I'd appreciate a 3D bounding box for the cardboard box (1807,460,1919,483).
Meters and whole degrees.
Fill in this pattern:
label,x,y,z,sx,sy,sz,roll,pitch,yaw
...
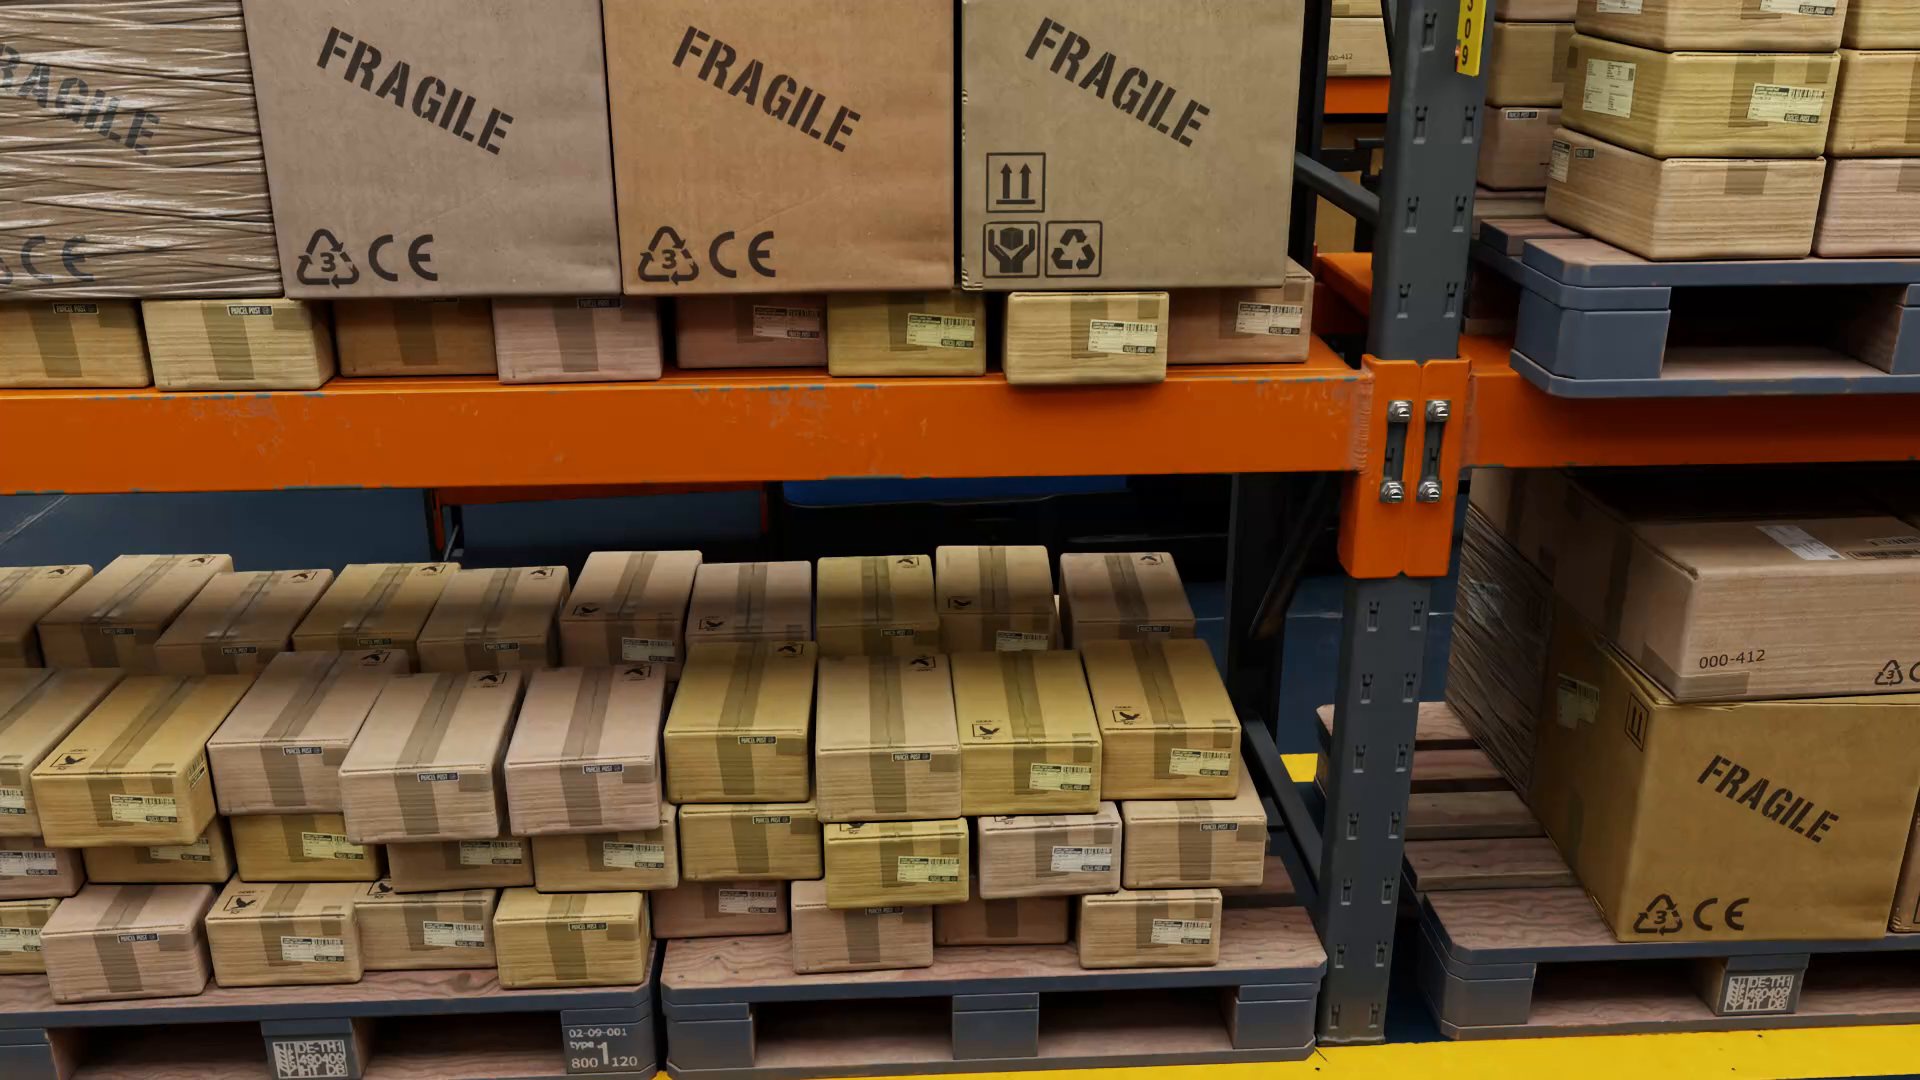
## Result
label,x,y,z,sx,sy,sz,roll,pitch,yaw
cardboard box,1.949,-0.118,3.583,0.500,0.250,0.500,0,21,0

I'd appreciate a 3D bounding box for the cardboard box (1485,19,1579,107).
label,x,y,z,sx,sy,sz,roll,pitch,yaw
cardboard box,1.092,-0.924,3.178,0.250,0.149,0.380,-1,21,-1

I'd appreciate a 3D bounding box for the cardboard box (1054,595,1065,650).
label,x,y,z,sx,sy,sz,roll,pitch,yaw
cardboard box,0.326,0.262,3.715,0.250,0.149,0.380,0,21,-1

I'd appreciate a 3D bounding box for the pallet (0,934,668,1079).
label,x,y,z,sx,sy,sz,roll,pitch,yaw
pallet,-1.183,0.727,3.415,1.213,0.211,1.003,-1,21,-3

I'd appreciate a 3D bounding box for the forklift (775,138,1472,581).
label,x,y,z,sx,sy,sz,roll,pitch,yaw
forklift,0.884,-1.439,5.281,3.031,2.935,1.130,-3,21,-8

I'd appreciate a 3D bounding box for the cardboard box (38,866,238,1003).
label,x,y,z,sx,sy,sz,roll,pitch,yaw
cardboard box,-1.477,0.671,3.060,0.250,0.149,0.380,-2,21,-6

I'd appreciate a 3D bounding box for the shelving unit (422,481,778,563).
label,x,y,z,sx,sy,sz,roll,pitch,yaw
shelving unit,-1.129,-0.445,5.208,1.048,1.125,0.538,-3,21,-8

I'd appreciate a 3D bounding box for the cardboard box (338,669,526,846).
label,x,y,z,sx,sy,sz,roll,pitch,yaw
cardboard box,-0.932,0.382,2.982,0.250,0.149,0.380,-2,21,-5

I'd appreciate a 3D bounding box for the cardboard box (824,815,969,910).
label,x,y,z,sx,sy,sz,roll,pitch,yaw
cardboard box,-0.126,0.510,3.065,0.250,0.149,0.380,-2,21,-5

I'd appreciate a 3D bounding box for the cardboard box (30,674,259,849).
label,x,y,z,sx,sy,sz,roll,pitch,yaw
cardboard box,-1.432,0.387,2.969,0.250,0.149,0.380,-1,21,-2

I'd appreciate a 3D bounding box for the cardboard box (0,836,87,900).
label,x,y,z,sx,sy,sz,roll,pitch,yaw
cardboard box,-1.712,0.503,3.083,0.250,0.149,0.380,-2,21,-6

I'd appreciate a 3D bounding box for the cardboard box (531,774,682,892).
label,x,y,z,sx,sy,sz,roll,pitch,yaw
cardboard box,-0.635,0.492,3.111,0.250,0.149,0.380,-1,21,-2

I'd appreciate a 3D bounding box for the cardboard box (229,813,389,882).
label,x,y,z,sx,sy,sz,roll,pitch,yaw
cardboard box,-1.173,0.481,3.141,0.250,0.149,0.380,0,21,-1

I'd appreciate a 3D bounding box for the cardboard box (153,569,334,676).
label,x,y,z,sx,sy,sz,roll,pitch,yaw
cardboard box,-1.471,0.201,3.457,0.250,0.149,0.380,-2,21,-5

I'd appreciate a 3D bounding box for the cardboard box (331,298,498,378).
label,x,y,z,sx,sy,sz,roll,pitch,yaw
cardboard box,-0.872,-0.395,2.796,0.250,0.149,0.380,-1,21,-4

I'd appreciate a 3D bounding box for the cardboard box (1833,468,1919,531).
label,x,y,z,sx,sy,sz,roll,pitch,yaw
cardboard box,1.991,0.060,3.116,0.500,0.250,0.500,-1,21,-2

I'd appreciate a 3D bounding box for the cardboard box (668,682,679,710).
label,x,y,z,sx,sy,sz,roll,pitch,yaw
cardboard box,-0.708,0.319,3.566,0.250,0.149,0.380,0,21,-1

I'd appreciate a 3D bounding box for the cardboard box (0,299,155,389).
label,x,y,z,sx,sy,sz,roll,pitch,yaw
cardboard box,-1.391,-0.370,2.729,0.250,0.149,0.380,0,21,-1

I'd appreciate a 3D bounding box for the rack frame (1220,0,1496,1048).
label,x,y,z,sx,sy,sz,roll,pitch,yaw
rack frame,0.706,-0.628,3.056,0.127,3.000,1.000,-1,21,-3

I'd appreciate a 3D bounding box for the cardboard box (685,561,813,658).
label,x,y,z,sx,sy,sz,roll,pitch,yaw
cardboard box,-0.437,0.184,3.503,0.250,0.149,0.380,-2,21,-4

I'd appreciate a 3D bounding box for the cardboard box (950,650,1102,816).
label,x,y,z,sx,sy,sz,roll,pitch,yaw
cardboard box,0.113,0.349,3.070,0.250,0.149,0.380,-1,21,-2

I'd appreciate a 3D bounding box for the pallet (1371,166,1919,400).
label,x,y,z,sx,sy,sz,roll,pitch,yaw
pallet,1.478,-0.503,2.995,1.213,0.211,1.003,-1,21,-3

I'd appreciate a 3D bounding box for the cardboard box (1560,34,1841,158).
label,x,y,z,sx,sy,sz,roll,pitch,yaw
cardboard box,1.126,-0.691,2.565,0.250,0.149,0.380,-1,21,-2

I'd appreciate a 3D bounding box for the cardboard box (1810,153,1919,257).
label,x,y,z,sx,sy,sz,roll,pitch,yaw
cardboard box,1.402,-0.560,2.638,0.250,0.149,0.380,-1,21,-2

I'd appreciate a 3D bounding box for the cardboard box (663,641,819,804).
label,x,y,z,sx,sy,sz,roll,pitch,yaw
cardboard box,-0.399,0.334,3.109,0.250,0.149,0.380,0,21,-1

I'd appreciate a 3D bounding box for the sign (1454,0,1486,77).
label,x,y,z,sx,sy,sz,roll,pitch,yaw
sign,0.745,-0.840,2.396,0.005,0.325,0.100,-1,21,-3

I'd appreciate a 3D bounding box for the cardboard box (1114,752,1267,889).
label,x,y,z,sx,sy,sz,roll,pitch,yaw
cardboard box,0.410,0.488,3.122,0.250,0.149,0.380,-1,21,-2

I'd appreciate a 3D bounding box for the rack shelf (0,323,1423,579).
label,x,y,z,sx,sy,sz,roll,pitch,yaw
rack shelf,-1.291,-0.252,3.077,4.000,0.370,1.077,-1,21,-3

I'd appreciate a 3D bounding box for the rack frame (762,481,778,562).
label,x,y,z,sx,sy,sz,roll,pitch,yaw
rack frame,-0.626,-0.473,5.282,0.032,1.125,0.500,-3,21,-8

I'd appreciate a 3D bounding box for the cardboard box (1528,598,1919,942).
label,x,y,z,sx,sy,sz,roll,pitch,yaw
cardboard box,1.459,0.423,3.218,0.500,0.500,0.500,0,21,-1

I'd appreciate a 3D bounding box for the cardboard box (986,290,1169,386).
label,x,y,z,sx,sy,sz,roll,pitch,yaw
cardboard box,0.183,-0.378,2.751,0.250,0.149,0.380,-2,21,-4

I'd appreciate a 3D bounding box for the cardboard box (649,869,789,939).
label,x,y,z,sx,sy,sz,roll,pitch,yaw
cardboard box,-0.460,0.603,3.239,0.250,0.149,0.380,-2,21,-4

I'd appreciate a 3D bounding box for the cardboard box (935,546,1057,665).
label,x,y,z,sx,sy,sz,roll,pitch,yaw
cardboard box,0.072,0.148,3.598,0.250,0.149,0.380,0,21,0

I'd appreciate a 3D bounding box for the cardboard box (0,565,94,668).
label,x,y,z,sx,sy,sz,roll,pitch,yaw
cardboard box,-2.006,0.192,3.481,0.250,0.149,0.380,-2,21,-5

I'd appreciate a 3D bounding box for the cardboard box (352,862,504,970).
label,x,y,z,sx,sy,sz,roll,pitch,yaw
cardboard box,-0.963,0.639,3.143,0.250,0.149,0.380,-1,21,-2

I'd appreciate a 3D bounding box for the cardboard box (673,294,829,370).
label,x,y,z,sx,sy,sz,roll,pitch,yaw
cardboard box,-0.348,-0.413,2.843,0.250,0.149,0.380,-2,21,-5

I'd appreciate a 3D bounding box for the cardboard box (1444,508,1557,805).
label,x,y,z,sx,sy,sz,roll,pitch,yaw
cardboard box,1.431,0.239,3.700,0.500,0.500,0.500,-2,21,-4

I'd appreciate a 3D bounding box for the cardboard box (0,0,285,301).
label,x,y,z,sx,sy,sz,roll,pitch,yaw
cardboard box,-1.292,-0.682,2.637,0.500,0.500,0.500,-2,21,-4

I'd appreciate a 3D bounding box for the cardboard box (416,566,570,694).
label,x,y,z,sx,sy,sz,roll,pitch,yaw
cardboard box,-0.963,0.195,3.474,0.250,0.149,0.380,-2,21,-5

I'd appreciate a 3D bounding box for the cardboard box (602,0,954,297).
label,x,y,z,sx,sy,sz,roll,pitch,yaw
cardboard box,-0.279,-0.694,2.669,0.500,0.500,0.500,-2,21,-5

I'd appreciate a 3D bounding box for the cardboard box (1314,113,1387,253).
label,x,y,z,sx,sy,sz,roll,pitch,yaw
cardboard box,1.839,-1.650,8.135,0.875,0.875,0.875,-1,21,-1

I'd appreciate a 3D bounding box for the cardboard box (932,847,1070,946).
label,x,y,z,sx,sy,sz,roll,pitch,yaw
cardboard box,0.070,0.612,3.214,0.250,0.149,0.380,-1,21,-2

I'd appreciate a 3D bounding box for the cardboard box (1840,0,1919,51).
label,x,y,z,sx,sy,sz,roll,pitch,yaw
cardboard box,1.404,-0.838,2.532,0.250,0.149,0.380,-1,21,-2

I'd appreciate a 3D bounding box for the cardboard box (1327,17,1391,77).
label,x,y,z,sx,sy,sz,roll,pitch,yaw
cardboard box,1.806,-2.246,7.514,0.500,0.250,0.500,-1,21,-3
